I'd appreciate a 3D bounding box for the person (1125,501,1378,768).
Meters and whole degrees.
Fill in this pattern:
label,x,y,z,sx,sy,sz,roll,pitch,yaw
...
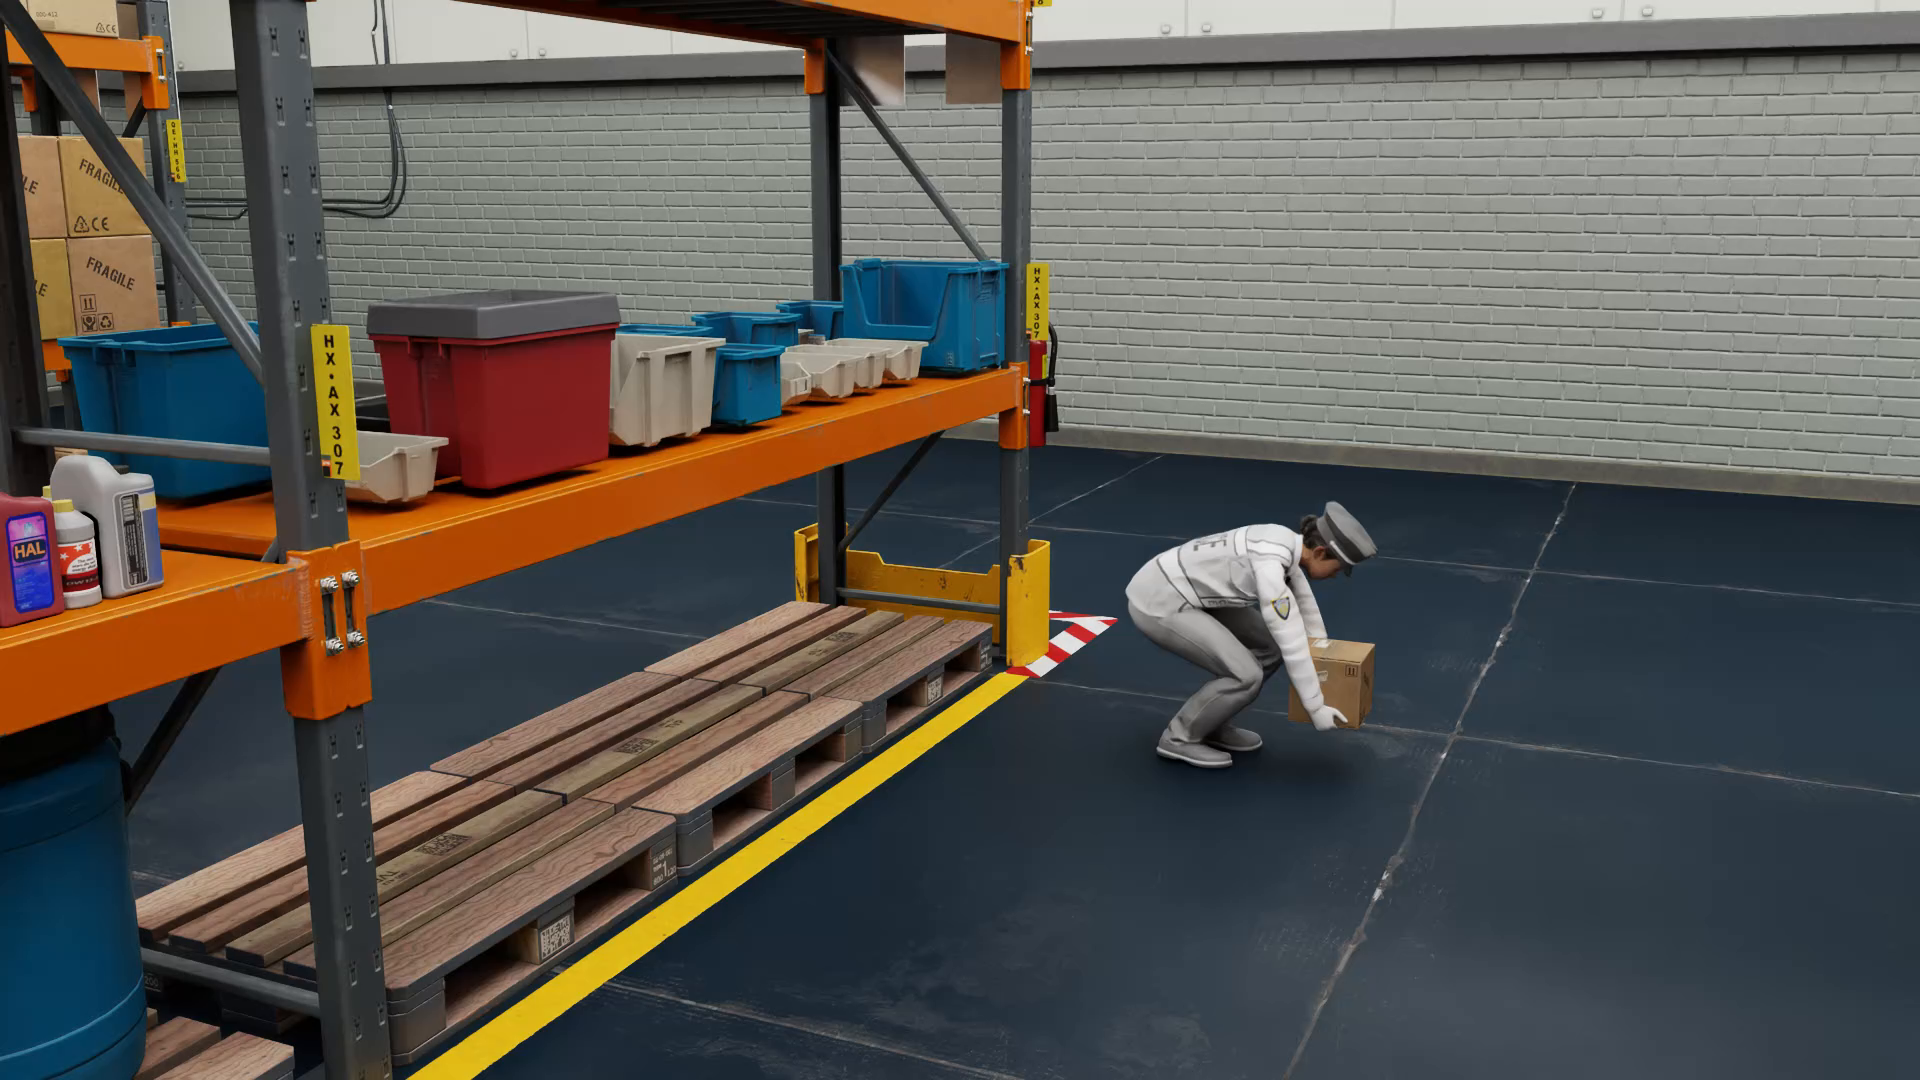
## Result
label,x,y,z,sx,sy,sz,roll,pitch,yaw
person,1.051,0.331,6.068,0.889,0.982,0.457,5,13,22
